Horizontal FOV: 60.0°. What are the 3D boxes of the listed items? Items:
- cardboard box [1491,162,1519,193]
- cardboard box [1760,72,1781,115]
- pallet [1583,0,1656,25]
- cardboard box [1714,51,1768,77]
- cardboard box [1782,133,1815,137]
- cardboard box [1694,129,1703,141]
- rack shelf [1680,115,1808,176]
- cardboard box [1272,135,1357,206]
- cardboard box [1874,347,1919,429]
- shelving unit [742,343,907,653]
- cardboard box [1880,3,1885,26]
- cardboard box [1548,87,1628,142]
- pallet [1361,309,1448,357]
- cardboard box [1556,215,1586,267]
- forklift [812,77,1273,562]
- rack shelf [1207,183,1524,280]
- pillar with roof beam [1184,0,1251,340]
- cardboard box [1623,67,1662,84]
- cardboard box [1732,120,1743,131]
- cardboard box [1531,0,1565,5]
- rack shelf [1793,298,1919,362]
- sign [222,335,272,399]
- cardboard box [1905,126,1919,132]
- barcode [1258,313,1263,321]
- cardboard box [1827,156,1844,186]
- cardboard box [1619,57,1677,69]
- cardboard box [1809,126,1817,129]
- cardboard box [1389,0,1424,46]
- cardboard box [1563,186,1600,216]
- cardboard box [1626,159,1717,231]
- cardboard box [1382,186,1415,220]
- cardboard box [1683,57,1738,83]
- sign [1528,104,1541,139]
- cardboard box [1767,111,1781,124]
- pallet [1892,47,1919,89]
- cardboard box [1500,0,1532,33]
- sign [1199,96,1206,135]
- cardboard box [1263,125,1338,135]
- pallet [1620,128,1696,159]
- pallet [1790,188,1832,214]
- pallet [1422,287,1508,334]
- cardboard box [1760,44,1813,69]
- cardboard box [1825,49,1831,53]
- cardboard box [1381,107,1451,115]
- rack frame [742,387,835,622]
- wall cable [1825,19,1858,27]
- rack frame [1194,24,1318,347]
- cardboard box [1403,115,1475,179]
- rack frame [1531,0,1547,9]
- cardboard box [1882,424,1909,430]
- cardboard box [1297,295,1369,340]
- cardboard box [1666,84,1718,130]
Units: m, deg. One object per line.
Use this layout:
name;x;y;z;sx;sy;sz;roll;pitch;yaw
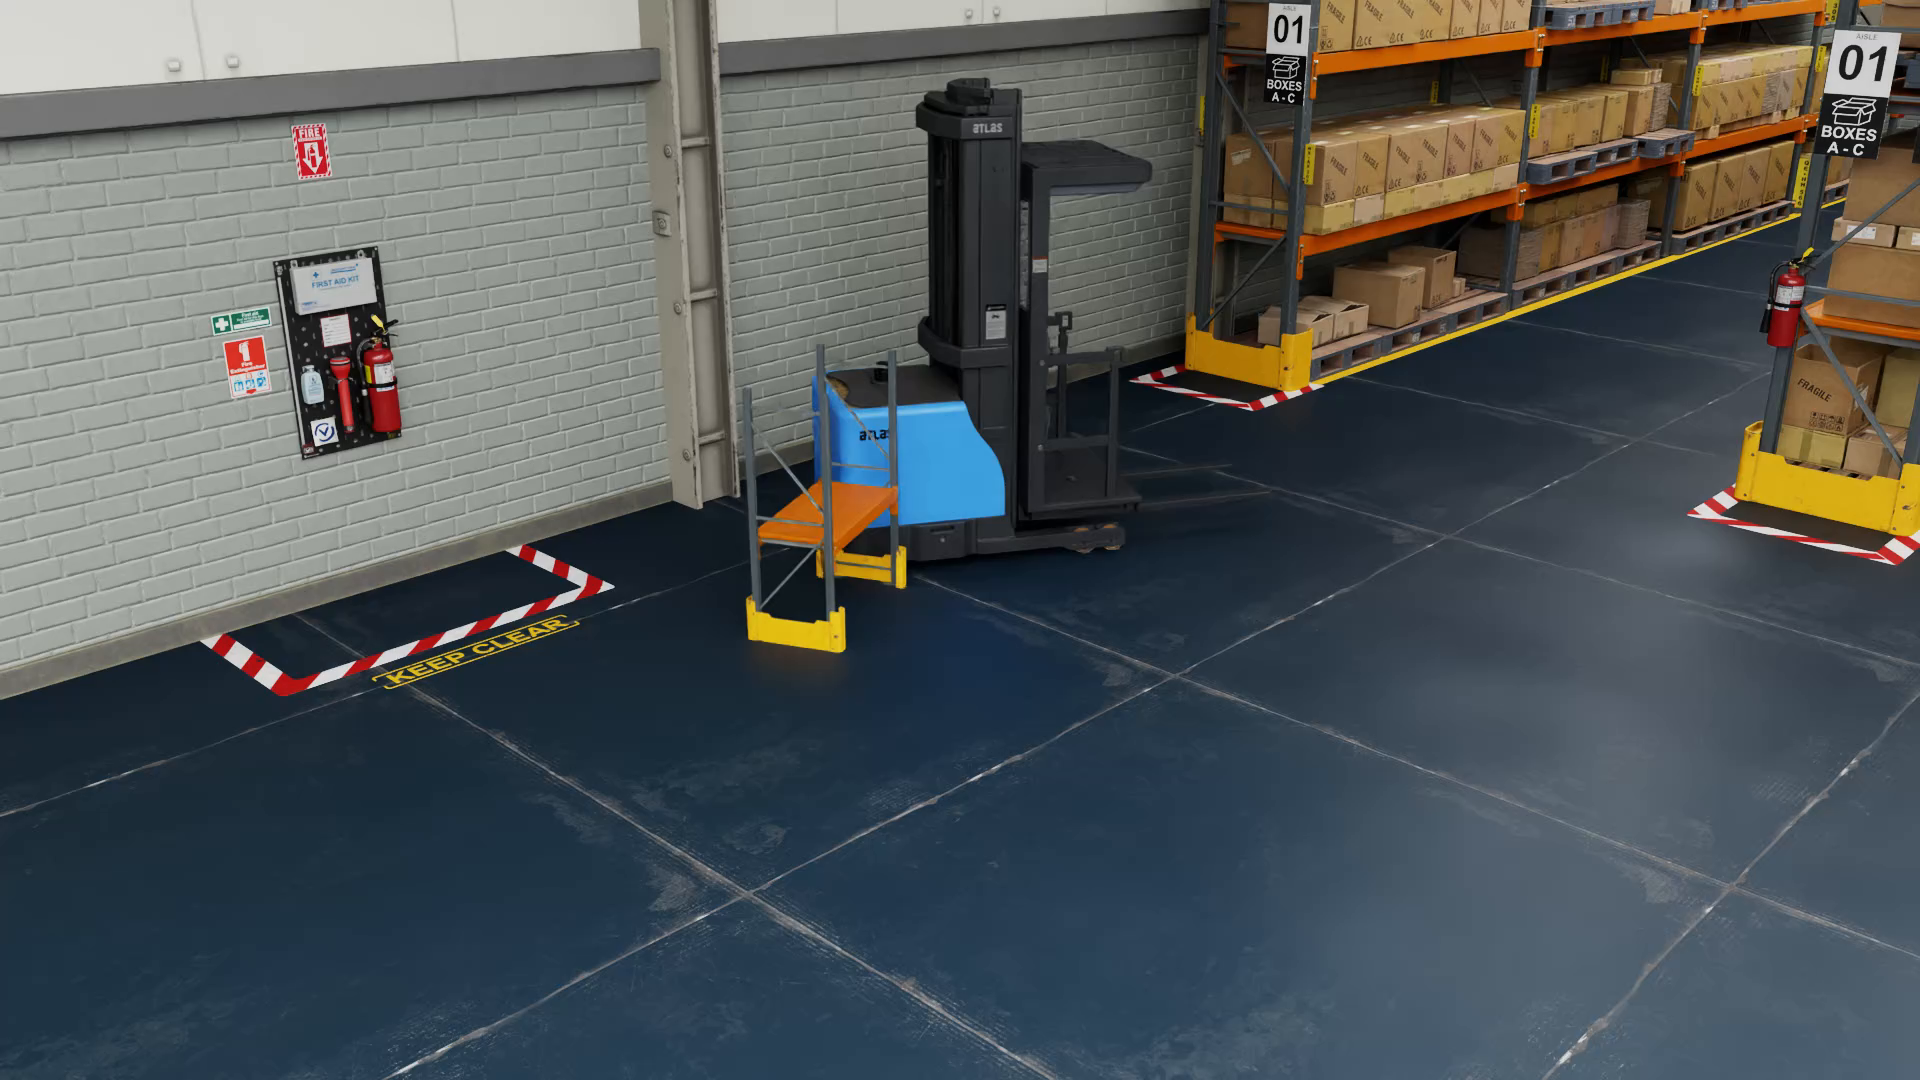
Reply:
cardboard box;5.182;-3.619;16.490;0.500;0.250;0.500;19;28;41
cardboard box;10.029;-5.686;21.105;0.500;0.500;0.500;19;28;41
pallet;6.524;-5.589;17.516;1.213;0.211;1.003;19;28;41
cardboard box;9.659;-5.903;20.625;0.500;0.250;0.500;19;28;40
cardboard box;11.954;-5.713;23.752;0.380;0.149;0.250;20;28;41
cardboard box;8.663;-4.887;19.930;0.250;0.149;0.380;-20;29;-41
rack shelf;9.481;-5.084;21.123;1.077;0.370;4.000;19;28;41
cardboard box;3.053;-3.186;14.318;0.500;0.500;0.500;19;28;41
cardboard box;6.938;-1.084;11.916;0.500;0.500;0.500;19;28;41
shelving unit;-0.777;-0.274;9.698;0.587;1.500;1.083;7;22;17
cardboard box;6.671;-3.564;11.413;0.500;0.250;0.500;19;28;41
cardboard box;6.912;-4.708;18.391;0.700;0.500;0.500;19;28;41
pallet;4.001;-2.079;16.189;1.003;0.211;1.213;19;28;41
cardboard box;6.506;-3.376;18.547;0.700;0.500;0.500;20;28;41
forklift;0.584;-1.457;10.779;3.031;2.935;1.130;-6;22;-15
rack shelf;3.900;-3.027;15.772;1.077;0.370;4.000;19;28;41
pillar with roof beam;5.458;-4.968;11.458;9.100;9.000;0.400;19;28;41
cardboard box;7.867;-5.364;19.193;0.380;0.149;0.250;15;26;34
cardboard box;9.544;-5.221;20.800;0.380;0.149;0.250;19;28;41
cardboard box;5.734;-5.641;16.663;0.500;0.500;0.500;-15;26;-35
rack shelf;7.452;-1.788;12.549;1.077;0.370;4.000;19;28;41
sign;-4.023;-0.978;9.388;0.001;0.329;0.234;19;28;41
cardboard box;7.143;-2.659;11.864;0.700;0.500;0.500;19;28;41
barcode;2.778;-2.064;15.384;0.001;0.075;0.075;19;28;41
cardboard box;12.184;-5.389;23.813;0.500;0.500;0.700;-19;28;-41
cardboard box;8.216;-5.632;19.919;0.500;0.250;0.500;-19;28;-41
cardboard box;12.666;-5.976;24.437;0.380;0.149;0.250;20;28;41
cardboard box;3.677;-4.592;14.493;0.500;0.500;0.500;-19;28;-40
cardboard box;6.823;-3.832;18.688;0.500;0.250;0.500;19;28;40
cardboard box;8.693;-4.254;20.373;0.750;0.750;0.750;19;28;40
cardboard box;3.784;-3.101;15.142;0.500;0.250;0.500;19;28;40
cardboard box;8.962;-5.641;19.942;0.500;0.250;0.500;19;28;40
sign;5.689;-4.147;16.477;0.100;0.325;0.005;19;28;41
cardboard box;10.329;-5.459;21.419;0.380;0.149;0.250;19;28;41
pallet;6.569;-3.144;11.016;1.003;0.211;1.213;19;28;41
cardboard box;5.118;-5.141;15.921;0.500;0.500;0.500;-19;28;-41
sign;2.121;-3.681;14.416;0.100;0.325;0.005;19;28;41
cardboard box;3.040;-3.440;14.978;0.500;0.500;0.500;-20;29;-41
pallet;7.665;-4.606;19.145;1.213;0.211;1.003;19;28;41
pallet;11.463;-4.808;23.289;1.003;0.211;1.213;19;28;41
pallet;4.852;-2.394;17.009;1.003;0.211;1.213;19;28;41
cardboard box;10.734;-6.294;21.643;0.500;0.250;0.500;-19;28;-41
cardboard box;12.280;-6.585;23.607;0.980;0.700;0.700;18;27;38
cardboard box;4.454;-3.966;16.348;0.500;0.500;0.500;19;28;40
rack frame;-0.943;-0.098;9.240;0.500;1.500;0.032;7;22;17
wall cable;13.882;-8.002;26.296;0.084;1.984;1.851;19;28;41
rack frame;2.505;-2.849;14.306;1.000;3.000;0.127;19;28;41
cardboard box;4.484;-3.711;15.685;0.500;0.500;0.500;18;28;39
rack frame;5.295;-6.677;15.905;1.000;3.000;0.127;19;28;41
cardboard box;6.936;-0.734;12.051;0.500;0.250;0.500;19;28;41
cardboard box;3.450;-2.101;15.495;0.500;0.311;0.500;-17;27;-38
cardboard box;8.608;-5.161;19.739;0.500;0.500;0.500;-19;28;-40
